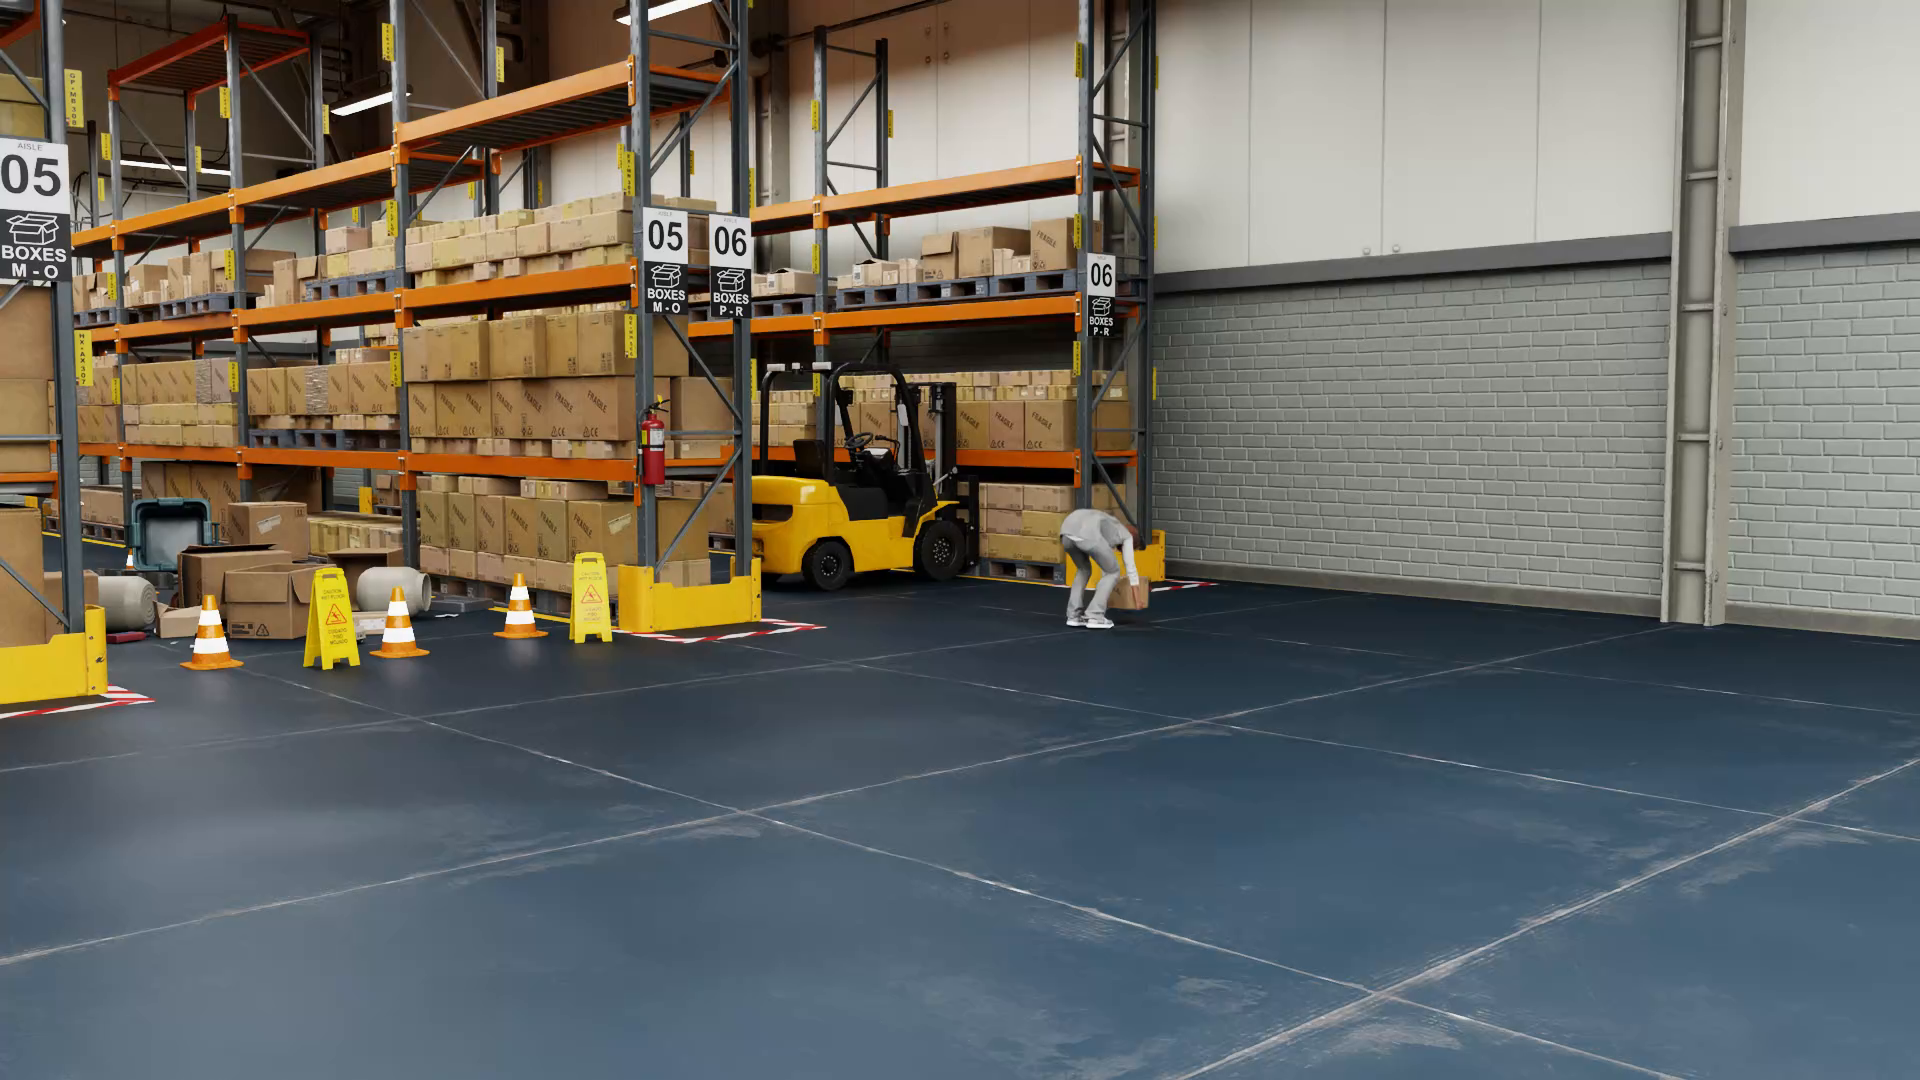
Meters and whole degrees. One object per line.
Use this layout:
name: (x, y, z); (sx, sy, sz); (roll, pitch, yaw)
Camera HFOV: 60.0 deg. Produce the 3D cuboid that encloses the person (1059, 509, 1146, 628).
person: (1.118, 0.212, 13.014); (0.417, 0.923, 0.861); (4, 6, 43)
